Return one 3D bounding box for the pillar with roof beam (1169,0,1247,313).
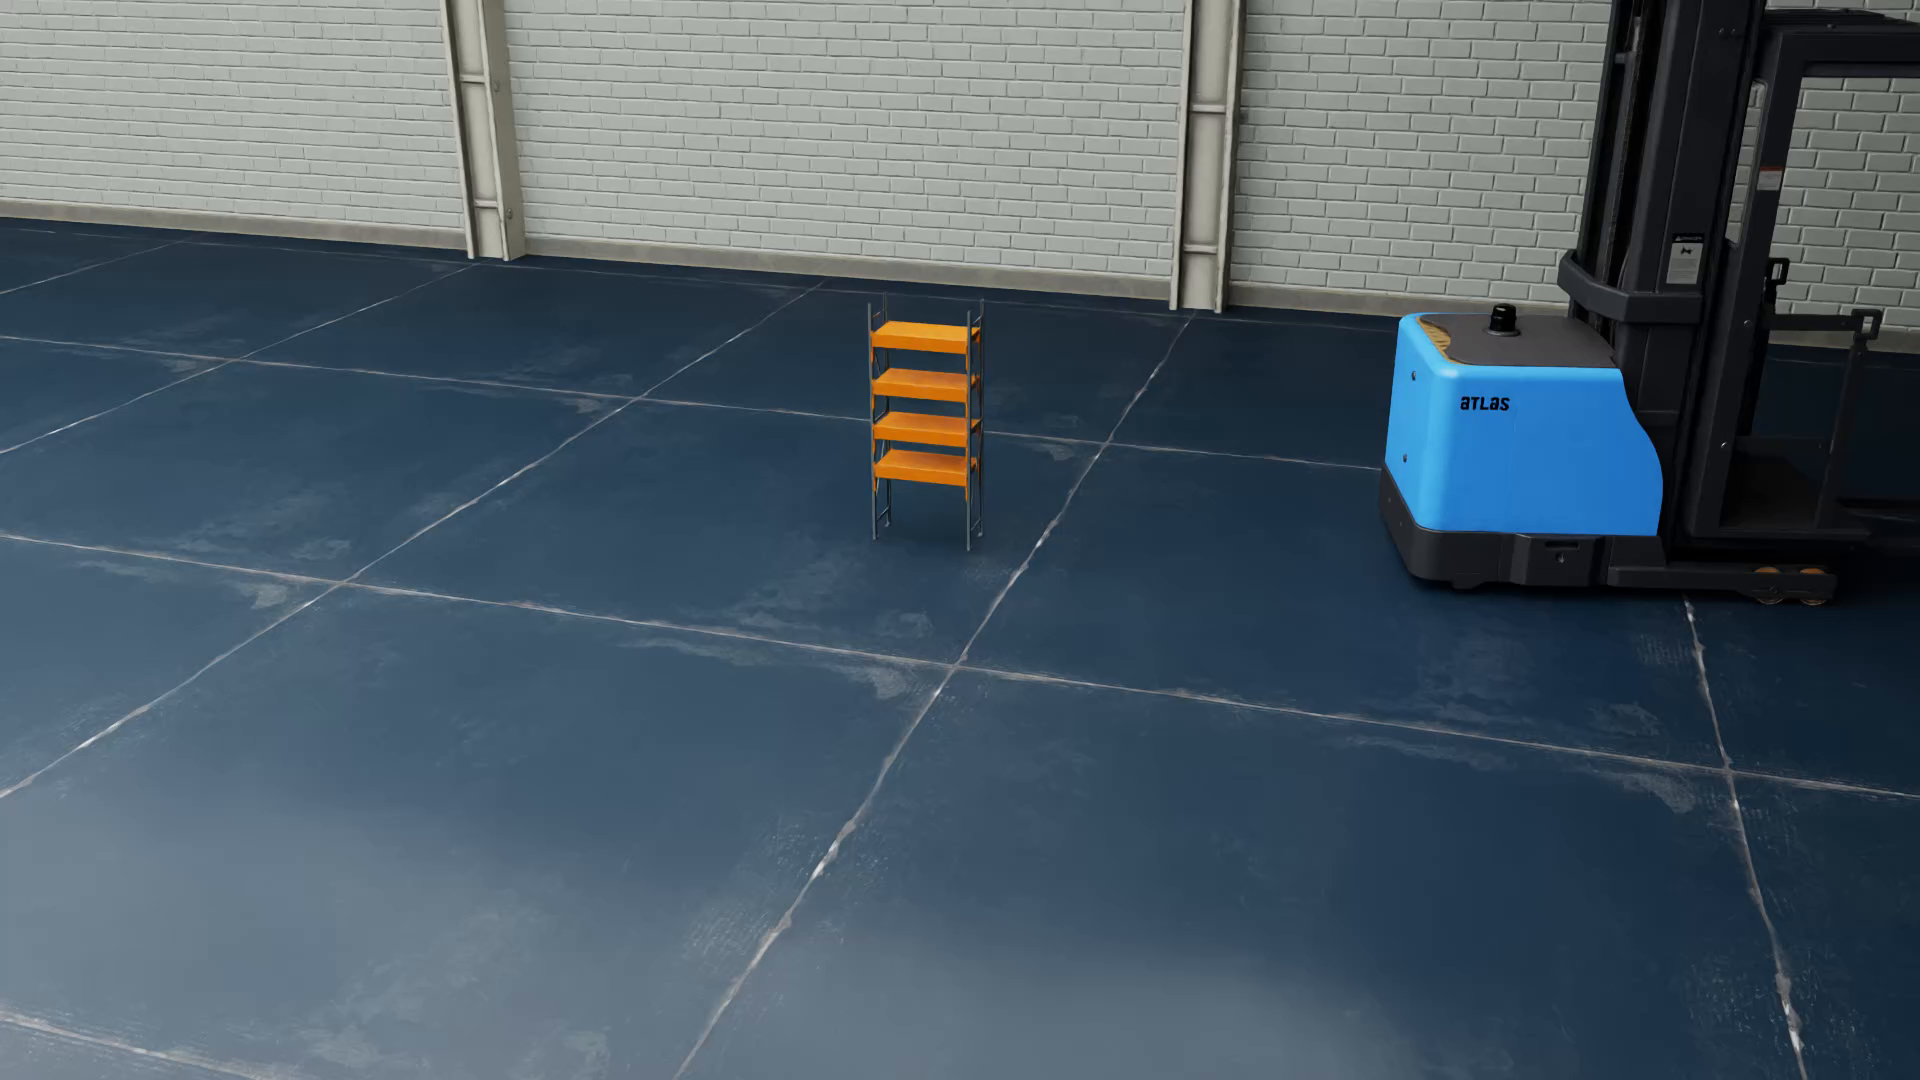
[{"bbox_3d":[0.562,-4.366,7.055,0.400,9.000,9.100,7,23,16],"label":"pillar with roof beam"}]

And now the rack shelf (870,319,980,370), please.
[{"bbox_3d":[-0.158,-0.937,7.937,0.480,0.148,0.258,7,23,16],"label":"rack shelf"}]

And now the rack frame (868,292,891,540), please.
[{"bbox_3d":[-0.392,-0.600,8.152,0.015,1.200,0.240,7,23,16],"label":"rack frame"}]

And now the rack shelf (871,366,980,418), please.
[{"bbox_3d":[-0.158,-0.718,8.027,0.480,0.148,0.258,7,23,16],"label":"rack shelf"}]

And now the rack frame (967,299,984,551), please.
[{"bbox_3d":[0.075,-0.547,8.021,0.015,1.200,0.240,7,23,16],"label":"rack frame"}]

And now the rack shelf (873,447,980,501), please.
[{"bbox_3d":[-0.158,-0.327,8.187,0.480,0.148,0.258,7,23,16],"label":"rack shelf"}]

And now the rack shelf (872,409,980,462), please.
[{"bbox_3d":[-0.158,-0.511,8.112,0.480,0.148,0.258,7,23,16],"label":"rack shelf"}]

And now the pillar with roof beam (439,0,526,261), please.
[{"bbox_3d":[-5.182,-5.023,8.659,0.400,9.000,9.100,7,23,16],"label":"pillar with roof beam"}]

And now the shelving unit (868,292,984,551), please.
[{"bbox_3d":[-0.158,-0.573,8.087,0.503,1.200,0.258,7,23,16],"label":"shelving unit"}]

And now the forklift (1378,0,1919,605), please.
[{"bbox_3d":[3.623,-1.268,7.500,3.031,2.935,1.130,1,22,3],"label":"forklift"}]
